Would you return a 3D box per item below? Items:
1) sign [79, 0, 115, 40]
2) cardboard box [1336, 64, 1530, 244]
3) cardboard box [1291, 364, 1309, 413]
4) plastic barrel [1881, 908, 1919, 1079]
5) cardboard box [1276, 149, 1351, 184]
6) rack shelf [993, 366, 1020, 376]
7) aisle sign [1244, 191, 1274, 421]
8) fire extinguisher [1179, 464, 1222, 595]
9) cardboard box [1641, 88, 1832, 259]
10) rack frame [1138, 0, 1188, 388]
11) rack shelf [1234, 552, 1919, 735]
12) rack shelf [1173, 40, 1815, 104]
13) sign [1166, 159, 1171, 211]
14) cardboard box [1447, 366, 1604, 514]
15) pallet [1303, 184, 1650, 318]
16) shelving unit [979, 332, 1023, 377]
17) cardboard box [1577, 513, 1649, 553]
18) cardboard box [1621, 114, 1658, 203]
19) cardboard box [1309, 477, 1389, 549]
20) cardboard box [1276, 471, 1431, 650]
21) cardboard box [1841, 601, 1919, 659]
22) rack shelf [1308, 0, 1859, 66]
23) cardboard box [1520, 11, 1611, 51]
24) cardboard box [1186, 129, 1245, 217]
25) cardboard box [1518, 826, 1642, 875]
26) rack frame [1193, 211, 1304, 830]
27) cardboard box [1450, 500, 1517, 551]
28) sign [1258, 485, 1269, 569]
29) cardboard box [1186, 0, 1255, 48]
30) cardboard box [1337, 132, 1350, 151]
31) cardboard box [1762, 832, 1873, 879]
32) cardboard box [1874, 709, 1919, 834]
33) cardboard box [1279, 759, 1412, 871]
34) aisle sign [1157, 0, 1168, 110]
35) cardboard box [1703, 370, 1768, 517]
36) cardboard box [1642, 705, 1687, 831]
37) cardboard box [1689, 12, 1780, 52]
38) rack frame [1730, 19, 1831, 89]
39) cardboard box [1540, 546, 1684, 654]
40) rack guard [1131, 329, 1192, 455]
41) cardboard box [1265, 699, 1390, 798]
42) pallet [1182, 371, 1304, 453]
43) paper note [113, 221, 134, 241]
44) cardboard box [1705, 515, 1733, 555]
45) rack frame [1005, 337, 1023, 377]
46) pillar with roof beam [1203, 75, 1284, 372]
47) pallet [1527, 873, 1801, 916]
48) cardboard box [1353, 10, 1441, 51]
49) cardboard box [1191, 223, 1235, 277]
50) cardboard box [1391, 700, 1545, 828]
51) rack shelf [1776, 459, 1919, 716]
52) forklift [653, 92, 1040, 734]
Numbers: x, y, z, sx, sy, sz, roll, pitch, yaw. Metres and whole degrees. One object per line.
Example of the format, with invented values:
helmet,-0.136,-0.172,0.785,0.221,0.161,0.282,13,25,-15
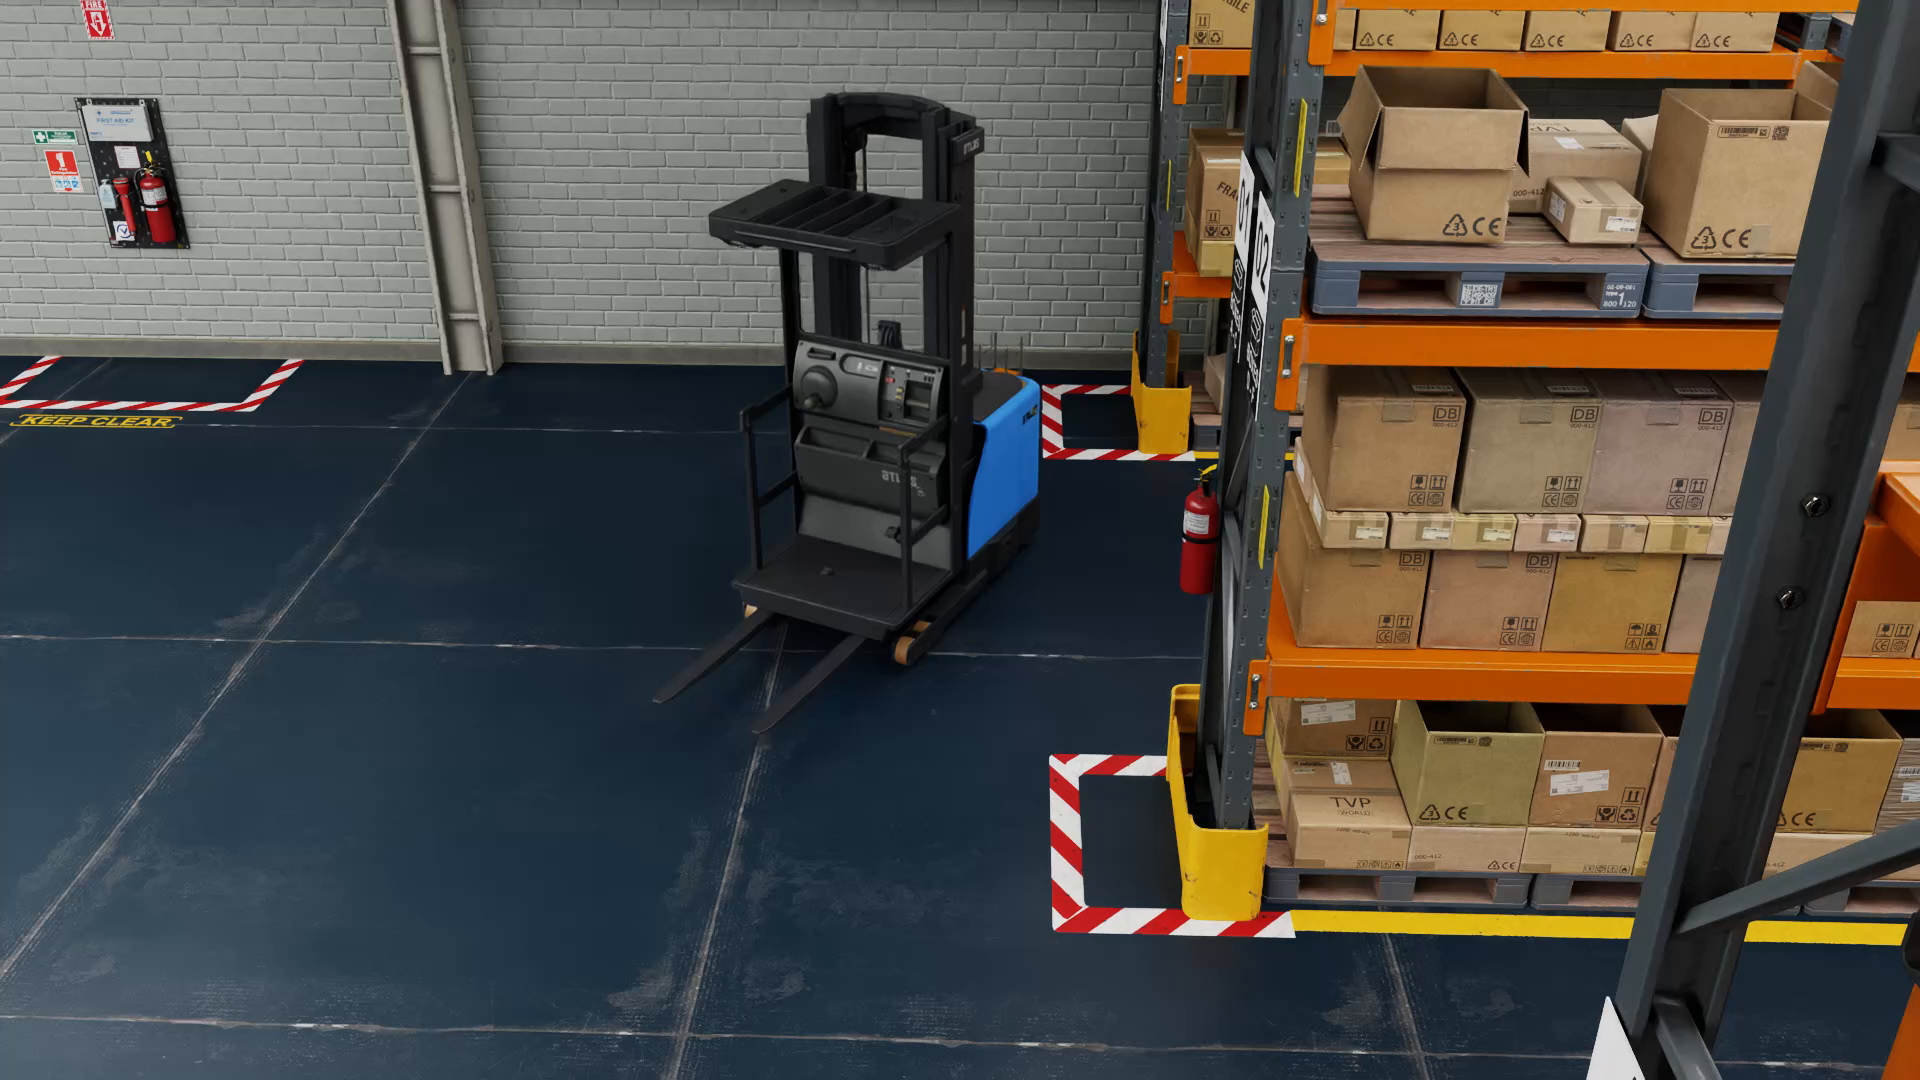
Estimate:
sign,-6.346,-3.833,12.228,0.199,0.298,0.001,1,28,2
cardboard box,1.797,-1.499,6.389,0.637,0.503,0.797,3,28,5
cardboard box,2.652,-1.154,12.051,0.500,0.311,0.500,3,28,6
plastic barrel,1.534,0.675,2.091,0.708,0.830,0.600,1,28,2
cardboard box,2.354,-2.323,11.193,0.500,0.500,0.500,1,28,2
rack shelf,0.259,-1.008,10.620,0.180,0.103,0.258,13,31,24
aisle sign,1.146,-0.898,6.391,0.004,0.787,0.394,1,28,2
fire extinguisher,1.121,-0.077,7.701,0.183,0.674,0.296,1,28,2
cardboard box,2.872,-1.353,6.118,0.500,0.500,0.500,1,28,2
rack frame,1.394,-2.211,11.643,0.127,3.000,1.000,1,28,2
rack shelf,3.221,0.459,7.375,4.000,0.370,1.077,1,28,2
rack shelf,3.392,-3.185,11.046,4.000,0.370,1.077,1,28,2
sign,1.375,-2.339,10.961,0.005,0.325,0.100,1,28,2
cardboard box,2.267,-0.488,6.902,0.500,0.500,0.700,0,28,0
pallet,1.928,-1.154,6.542,1.213,0.211,1.003,1,28,2
shelving unit,0.259,-0.728,10.767,0.189,1.200,0.258,13,31,24
cardboard box,2.639,-0.099,6.860,0.250,0.149,0.380,0,28,0
cardboard box,2.938,-1.520,6.635,0.500,0.311,0.500,4,28,8
cardboard box,1.607,-0.115,6.891,0.250,0.149,0.380,1,28,1
cardboard box,1.689,0.078,7.219,0.500,0.500,0.700,1,28,2
cardboard box,3.748,0.110,7.159,0.500,0.500,0.700,1,28,3
rack shelf,3.221,-2.015,6.063,4.000,0.370,1.077,1,28,2
cardboard box,3.818,-3.421,10.596,0.500,0.500,0.500,0,28,0
cardboard box,1.872,-2.576,11.671,0.500,0.500,0.500,1,28,1
cardboard box,2.750,1.266,7.573,0.500,0.250,0.500,1,28,2
rack frame,1.222,0.108,7.269,0.127,3.000,1.000,1,28,2
cardboard box,2.120,-0.107,6.876,0.250,0.149,0.380,1,28,2
sign,1.197,-0.050,6.557,0.005,0.325,0.100,1,28,2
cardboard box,1.719,-3.466,10.681,0.500,0.500,0.500,2,28,3
cardboard box,2.892,-2.557,11.634,0.500,0.500,0.500,0,28,0
cardboard box,3.749,1.284,7.538,0.500,0.250,0.500,1,28,2
cardboard box,4.249,0.953,7.361,0.500,0.500,0.500,1,28,2
cardboard box,1.751,1.251,7.601,0.500,0.250,0.500,1,28,2
aisle sign,1.311,-3.220,10.771,0.004,0.787,0.394,1,28,2
cardboard box,3.272,-0.472,6.872,0.500,0.500,0.700,1,28,2
cardboard box,3.249,0.945,7.376,0.500,0.500,0.500,1,28,2
cardboard box,4.875,-3.415,10.585,0.500,0.500,0.500,2,28,3
rack frame,5.391,-2.144,11.518,0.127,3.000,1.000,1,28,2
cardboard box,2.710,0.095,7.187,0.500,0.500,0.700,1,28,2
rack guard,1.469,-1.105,12.226,0.348,0.500,1.175,1,28,2
cardboard box,1.769,1.008,8.058,0.500,0.250,0.500,1,28,2
pallet,2.280,-0.947,12.237,1.213,0.211,1.003,1,28,2
paper note,-6.515,-2.408,12.955,0.142,0.148,0.016,1,28,2
cardboard box,3.143,-0.089,6.842,0.250,0.149,0.380,1,28,2
rack frame,0.340,-0.709,10.730,0.006,1.200,0.240,13,31,24
pillar with roof beam,1.972,-3.239,7.178,0.400,9.000,9.100,1,28,2
pallet,3.204,1.355,7.894,1.213,0.211,1.003,1,28,2
cardboard box,2.773,-3.434,10.620,0.500,0.500,0.500,2,28,4
cardboard box,1.870,-1.996,11.378,0.500,0.250,0.500,0,28,0
cardboard box,2.250,0.927,7.412,0.500,0.500,0.500,1,28,2
rack shelf,3.043,0.304,1.690,4.000,0.370,1.077,1,28,2
forklift,-0.611,-0.825,9.103,1.130,2.935,3.031,13,31,24
